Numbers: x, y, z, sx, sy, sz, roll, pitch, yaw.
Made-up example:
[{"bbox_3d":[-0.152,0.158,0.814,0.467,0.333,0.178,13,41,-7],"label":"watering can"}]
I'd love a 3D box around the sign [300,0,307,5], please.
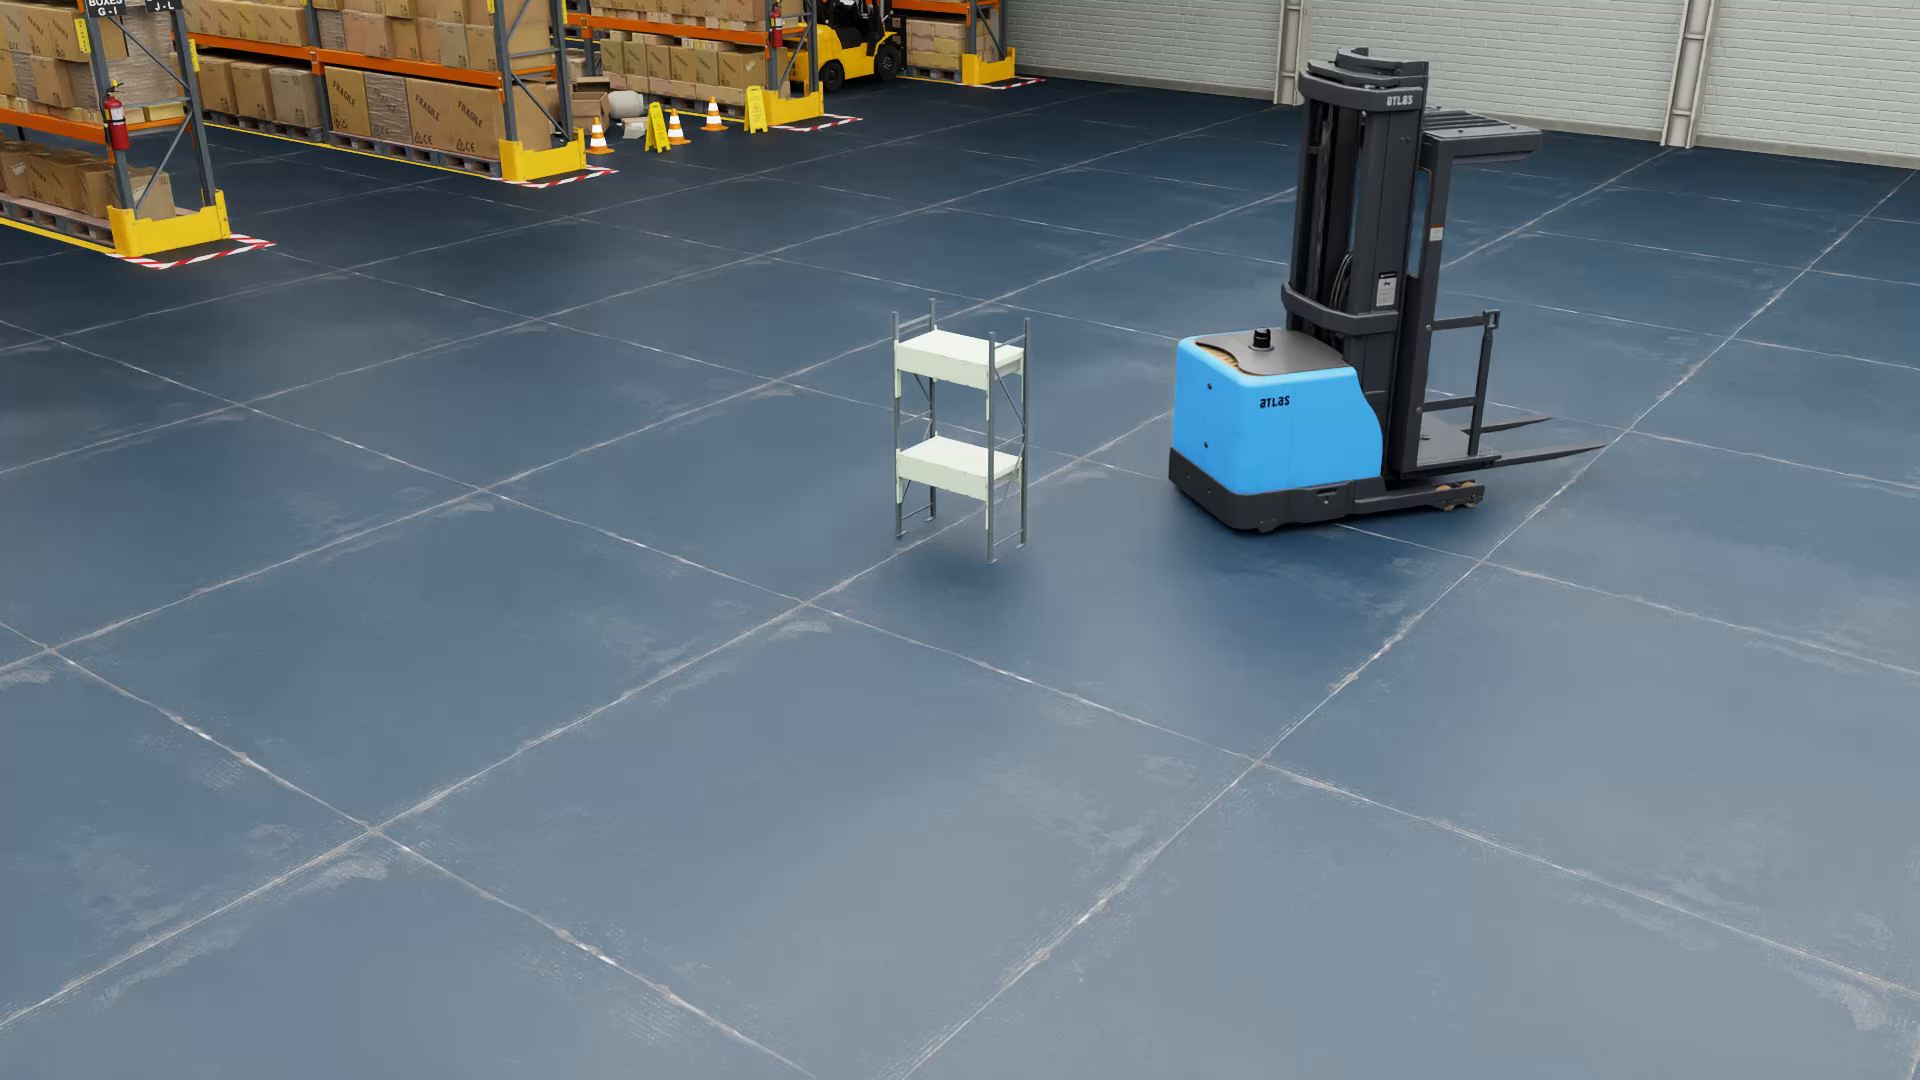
[{"bbox_3d":[-8.904,-7.409,22.508,0.005,0.325,0.100,17,29,33],"label":"sign"}]

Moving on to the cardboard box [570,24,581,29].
[{"bbox_3d":[-7.634,-10.735,33.974,0.500,0.500,0.500,16,28,31],"label":"cardboard box"}]

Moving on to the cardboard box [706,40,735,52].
[{"bbox_3d":[-3.630,-7.498,25.202,0.250,0.149,0.380,18,29,35],"label":"cardboard box"}]

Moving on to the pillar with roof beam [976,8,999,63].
[{"bbox_3d":[-2.123,-11.165,24.930,0.400,9.000,9.100,17,29,33],"label":"pillar with roof beam"}]

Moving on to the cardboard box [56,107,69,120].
[{"bbox_3d":[-9.415,-4.607,17.798,0.250,0.149,0.380,17,29,33],"label":"cardboard box"}]

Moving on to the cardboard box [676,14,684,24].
[{"bbox_3d":[-4.137,-8.030,25.566,0.250,0.149,0.380,17,29,33],"label":"cardboard box"}]

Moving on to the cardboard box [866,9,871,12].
[{"bbox_3d":[-1.801,-9.534,30.318,0.500,0.250,0.500,16,29,33],"label":"cardboard box"}]

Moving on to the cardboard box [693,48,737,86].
[{"bbox_3d":[-3.715,-7.259,25.465,0.500,0.500,0.500,18,30,35],"label":"cardboard box"}]

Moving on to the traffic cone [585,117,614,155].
[{"bbox_3d":[-4.959,-5.552,22.776,0.334,0.463,0.336,17,29,33],"label":"traffic cone"}]

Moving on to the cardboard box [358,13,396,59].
[{"bbox_3d":[-7.469,-6.782,22.237,0.550,0.550,0.875,17,29,33],"label":"cardboard box"}]

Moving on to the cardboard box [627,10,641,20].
[{"bbox_3d":[-4.998,-8.250,26.066,0.250,0.149,0.380,18,29,35],"label":"cardboard box"}]

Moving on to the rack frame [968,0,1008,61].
[{"bbox_3d":[0.476,-9.350,28.250,0.127,3.000,1.000,17,29,33],"label":"rack frame"}]

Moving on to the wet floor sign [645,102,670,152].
[{"bbox_3d":[-4.175,-5.680,22.842,0.232,0.644,0.267,12,26,24],"label":"wet floor sign"}]

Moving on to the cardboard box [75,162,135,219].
[{"bbox_3d":[-9.430,-3.888,18.434,0.500,0.500,0.500,-17,29,-34],"label":"cardboard box"}]

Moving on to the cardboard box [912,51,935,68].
[{"bbox_3d":[-0.482,-8.419,29.026,0.500,0.250,0.500,17,29,33],"label":"cardboard box"}]

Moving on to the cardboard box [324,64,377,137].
[{"bbox_3d":[-8.125,-6.138,23.076,0.875,0.875,0.875,17,29,34],"label":"cardboard box"}]

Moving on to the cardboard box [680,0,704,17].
[{"bbox_3d":[-3.894,-8.216,25.185,0.500,0.500,0.500,17,29,33],"label":"cardboard box"}]

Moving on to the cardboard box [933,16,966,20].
[{"bbox_3d":[-0.197,-9.038,29.192,0.500,0.250,0.500,17,29,33],"label":"cardboard box"}]

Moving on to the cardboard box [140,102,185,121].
[{"bbox_3d":[-8.527,-4.581,17.738,0.250,0.149,0.380,17,29,33],"label":"cardboard box"}]

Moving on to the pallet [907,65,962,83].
[{"bbox_3d":[-0.161,-8.245,29.201,1.213,0.211,1.003,17,29,33],"label":"pallet"}]

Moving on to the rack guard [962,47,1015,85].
[{"bbox_3d":[0.495,-8.200,28.741,0.348,0.500,1.175,17,29,33],"label":"rack guard"}]

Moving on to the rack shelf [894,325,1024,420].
[{"bbox_3d":[0.005,-1.042,10.287,0.720,0.370,0.431,17,29,33],"label":"rack shelf"}]

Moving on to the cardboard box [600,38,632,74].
[{"bbox_3d":[-5.389,-7.762,26.606,0.500,0.500,0.500,18,30,36],"label":"cardboard box"}]

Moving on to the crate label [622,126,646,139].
[{"bbox_3d":[-4.676,-5.855,23.869,0.298,0.136,0.250,3,24,6],"label":"crate label"}]

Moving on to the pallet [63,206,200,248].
[{"bbox_3d":[-9.131,-3.500,18.432,1.213,0.211,1.003,17,29,33],"label":"pallet"}]

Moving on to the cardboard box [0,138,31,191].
[{"bbox_3d":[-11.346,-4.456,19.723,0.500,0.500,0.500,16,28,32],"label":"cardboard box"}]

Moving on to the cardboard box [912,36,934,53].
[{"bbox_3d":[-0.496,-8.654,28.940,0.500,0.250,0.500,16,29,33],"label":"cardboard box"}]

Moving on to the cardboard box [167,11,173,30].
[{"bbox_3d":[-11.590,-7.911,24.860,0.500,0.500,0.500,17,29,34],"label":"cardboard box"}]

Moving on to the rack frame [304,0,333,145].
[{"bbox_3d":[-8.587,-7.093,23.129,0.127,3.000,1.000,17,29,33],"label":"rack frame"}]

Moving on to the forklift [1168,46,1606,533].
[{"bbox_3d":[3.020,-1.732,11.047,3.031,2.935,1.130,-8,25,-18],"label":"forklift"}]

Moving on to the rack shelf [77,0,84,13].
[{"bbox_3d":[-10.042,-6.077,17.995,4.000,0.370,1.077,17,29,33],"label":"rack shelf"}]

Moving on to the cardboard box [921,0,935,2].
[{"bbox_3d":[-0.485,-9.558,28.599,0.500,0.500,0.500,18,29,35],"label":"cardboard box"}]

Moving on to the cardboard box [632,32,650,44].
[{"bbox_3d":[-4.912,-7.886,26.082,0.250,0.149,0.380,18,30,35],"label":"cardboard box"}]

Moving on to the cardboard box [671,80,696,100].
[{"bbox_3d":[-4.138,-7.043,25.903,0.500,0.250,0.500,16,28,31],"label":"cardboard box"}]

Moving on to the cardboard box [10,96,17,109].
[{"bbox_3d":[-10.215,-4.849,18.347,0.250,0.149,0.380,17,29,33],"label":"cardboard box"}]

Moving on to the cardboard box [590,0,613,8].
[{"bbox_3d":[-5.514,-8.700,26.283,0.500,0.500,0.500,17,29,33],"label":"cardboard box"}]

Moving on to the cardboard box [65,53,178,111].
[{"bbox_3d":[-8.865,-4.874,17.598,0.500,0.500,0.875,17,29,33],"label":"cardboard box"}]

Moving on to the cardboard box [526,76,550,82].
[{"bbox_3d":[-6.742,-7.336,25.840,0.500,0.500,0.500,17,29,33],"label":"cardboard box"}]

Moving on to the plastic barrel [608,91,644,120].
[{"bbox_3d":[-5.059,-6.579,25.158,0.512,0.421,0.421,-5,24,-12],"label":"plastic barrel"}]

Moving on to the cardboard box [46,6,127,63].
[{"bbox_3d":[-9.030,-5.243,17.196,0.500,0.500,0.500,17,29,33],"label":"cardboard box"}]

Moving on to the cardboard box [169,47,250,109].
[{"bbox_3d":[-11.354,-7.047,25.293,0.750,0.750,1.050,16,29,33],"label":"cardboard box"}]

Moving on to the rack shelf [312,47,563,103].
[{"bbox_3d":[-6.986,-6.280,22.176,4.000,0.370,1.077,17,29,33],"label":"rack shelf"}]

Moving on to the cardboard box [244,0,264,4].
[{"bbox_3d":[-9.804,-7.961,23.733,0.500,0.500,0.700,17,29,34],"label":"cardboard box"}]

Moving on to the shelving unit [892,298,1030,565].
[{"bbox_3d":[0.005,-0.685,10.444,0.755,1.500,0.431,17,29,33],"label":"shelving unit"}]

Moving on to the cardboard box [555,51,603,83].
[{"bbox_3d":[-6.120,-7.830,27.540,0.625,0.372,0.950,17,29,34],"label":"cardboard box"}]

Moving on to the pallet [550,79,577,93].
[{"bbox_3d":[-6.323,-7.626,27.797,1.213,0.211,1.003,17,29,33],"label":"pallet"}]

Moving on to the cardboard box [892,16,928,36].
[{"bbox_3d":[-0.901,-8.992,29.088,0.500,0.250,0.500,17,29,34],"label":"cardboard box"}]

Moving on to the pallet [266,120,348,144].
[{"bbox_3d":[-9.249,-5.979,24.059,1.213,0.211,1.003,17,29,33],"label":"pallet"}]

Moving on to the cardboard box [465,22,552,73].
[{"bbox_3d":[-5.710,-6.270,21.073,0.550,0.550,0.875,17,29,33],"label":"cardboard box"}]

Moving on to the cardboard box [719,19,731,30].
[{"bbox_3d":[-3.387,-7.748,24.927,0.250,0.149,0.380,16,29,32],"label":"cardboard box"}]

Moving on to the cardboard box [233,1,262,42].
[{"bbox_3d":[-9.973,-7.423,23.754,0.500,0.500,0.500,17,29,34],"label":"cardboard box"}]

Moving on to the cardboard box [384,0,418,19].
[{"bbox_3d":[-7.024,-7.160,21.754,0.500,0.550,0.875,17,29,33],"label":"cardboard box"}]

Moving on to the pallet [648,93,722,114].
[{"bbox_3d":[-4.160,-6.993,26.359,1.213,0.211,1.003,17,29,33],"label":"pallet"}]
